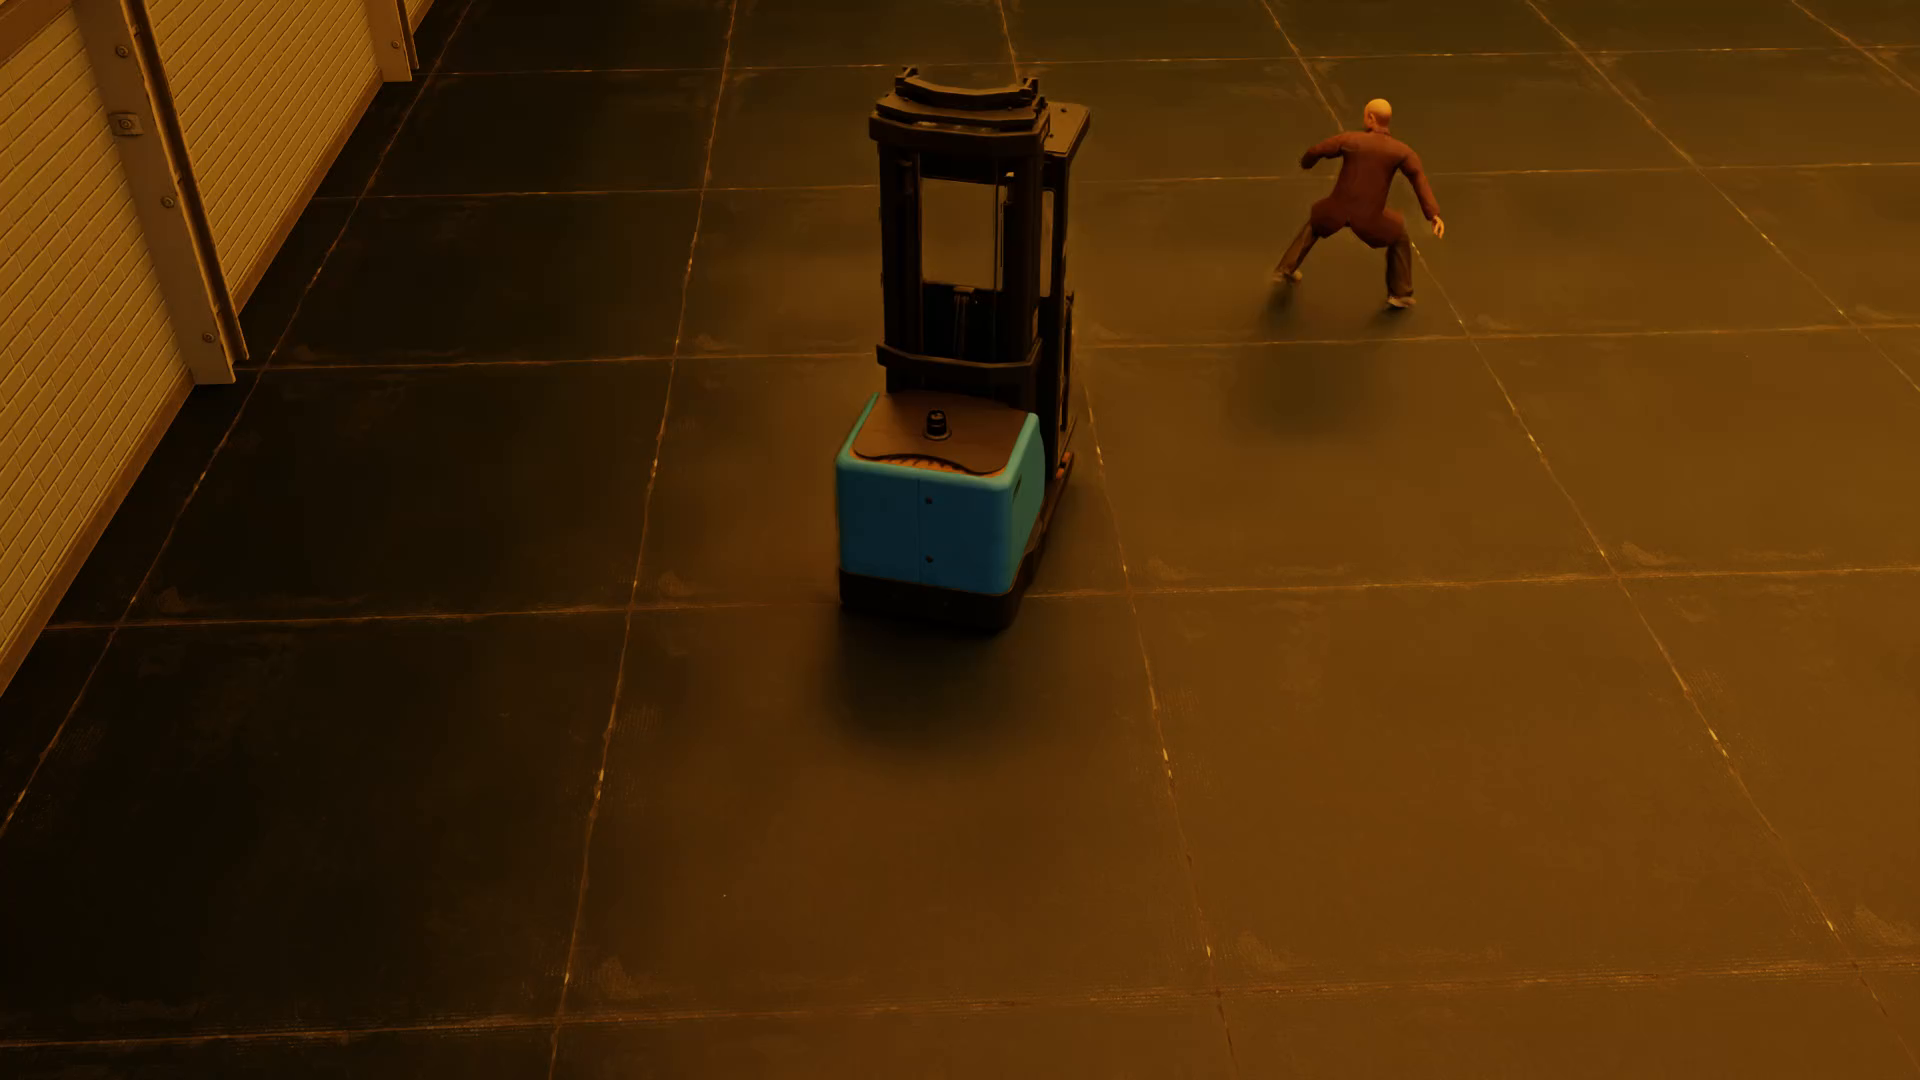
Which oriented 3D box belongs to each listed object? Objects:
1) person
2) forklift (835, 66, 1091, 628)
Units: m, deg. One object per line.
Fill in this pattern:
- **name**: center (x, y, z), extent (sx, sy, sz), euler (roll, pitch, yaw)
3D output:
- **person**: center (3.096, -2.487, 12.617), extent (1.220, 1.692, 0.611), euler (17, 39, 22)
- **forklift**: center (0.136, -1.539, 10.123), extent (1.130, 2.935, 3.031), euler (8, 37, 11)
